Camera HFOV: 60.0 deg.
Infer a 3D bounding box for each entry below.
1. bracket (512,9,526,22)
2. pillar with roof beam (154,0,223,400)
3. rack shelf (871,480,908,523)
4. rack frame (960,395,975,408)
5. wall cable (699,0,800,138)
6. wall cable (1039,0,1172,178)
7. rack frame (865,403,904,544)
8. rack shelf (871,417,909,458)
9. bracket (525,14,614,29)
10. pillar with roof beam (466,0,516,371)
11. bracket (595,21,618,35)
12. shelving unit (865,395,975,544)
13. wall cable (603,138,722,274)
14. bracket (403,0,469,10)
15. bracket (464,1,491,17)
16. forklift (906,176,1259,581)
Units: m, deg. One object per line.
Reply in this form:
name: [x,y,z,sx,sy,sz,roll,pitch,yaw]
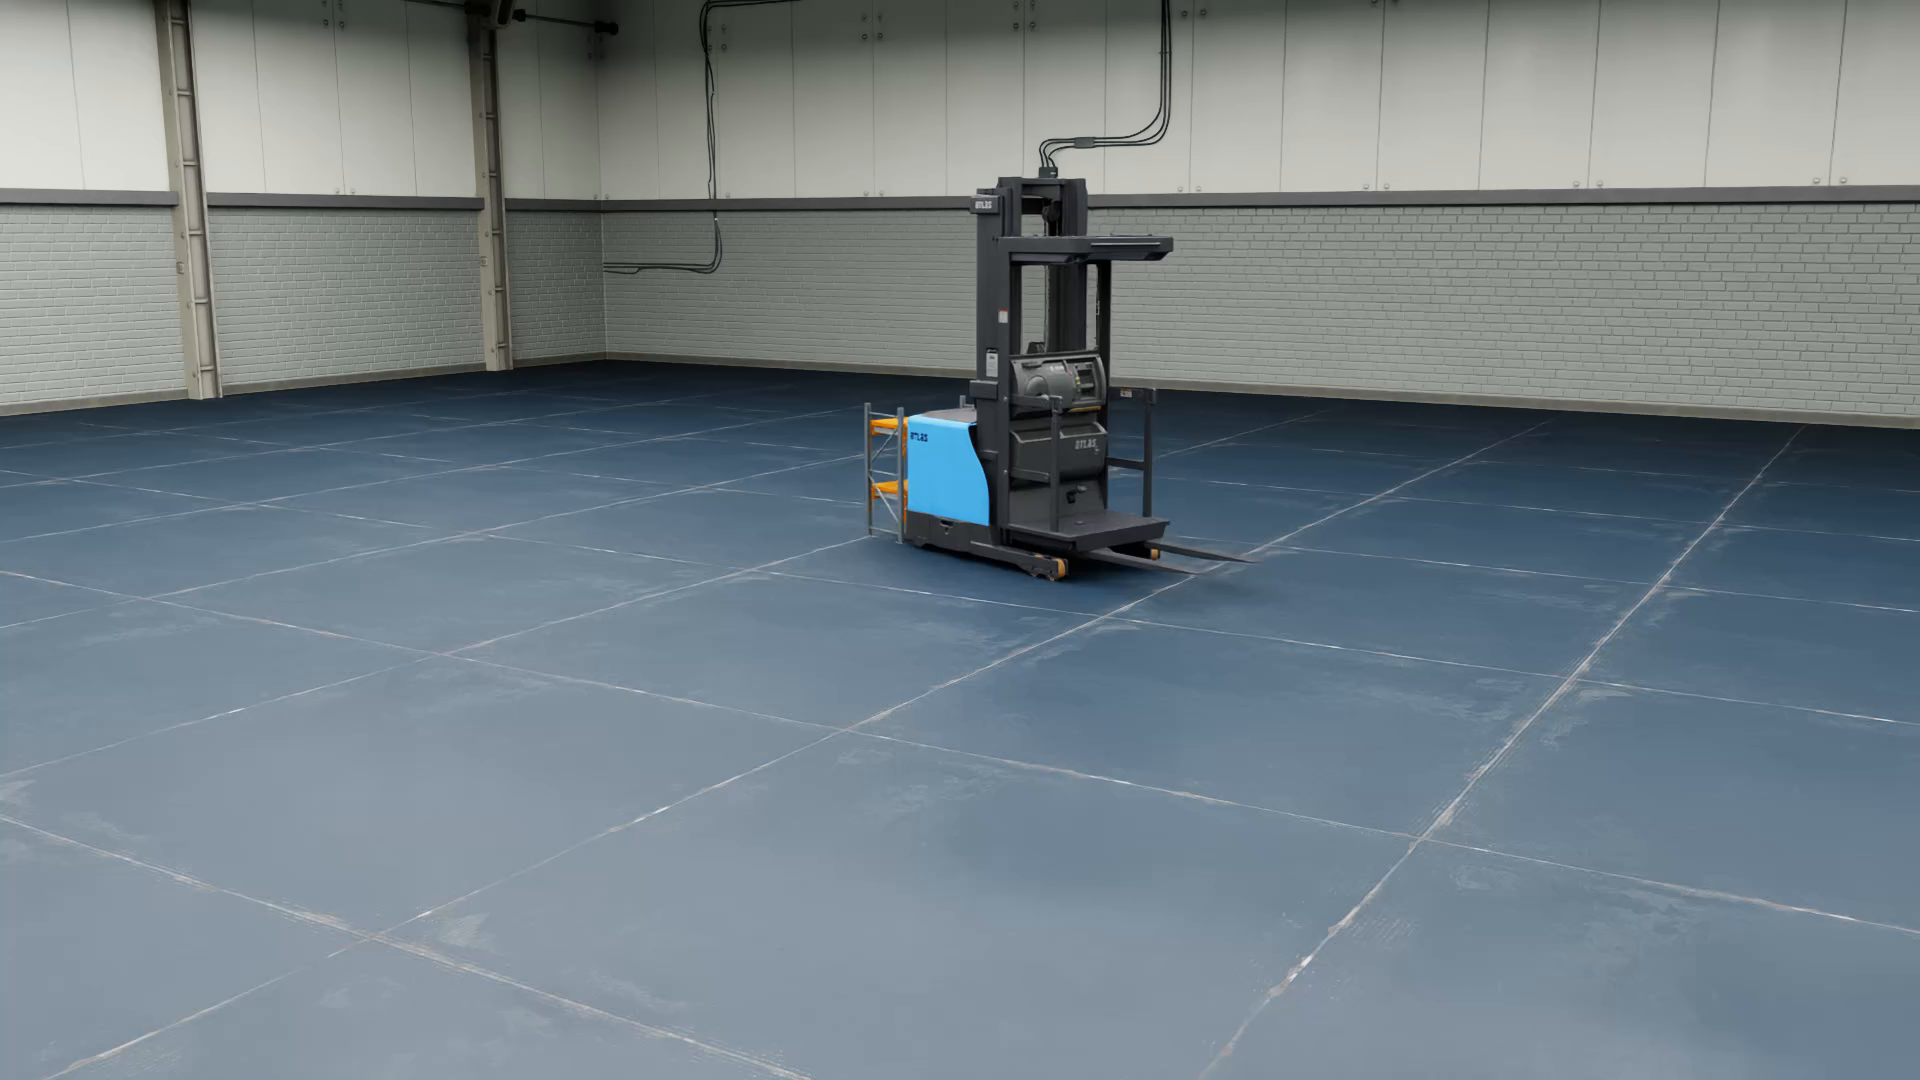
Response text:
bracket: [-7.947,-9.348,29.566,0.235,0.232,0.430,6,12,31]
pillar with roof beam: [-7.902,-6.193,22.492,9.100,9.000,0.400,6,12,31]
rack shelf: [-0.231,-0.373,14.131,1.000,0.278,0.538,-8,14,-38]
rack frame: [0.164,-0.672,14.400,0.032,1.125,0.500,-8,14,-38]
wall cable: [-3.494,-8.582,29.970,3.097,2.526,0.112,6,12,31]
wall cable: [2.299,-8.647,26.359,2.305,6.003,0.169,6,12,31]
rack frame: [-0.627,-0.554,13.772,0.032,1.125,0.500,-8,14,-38]
rack shelf: [-0.231,-0.901,14.032,1.000,0.278,0.538,-8,14,-38]
bracket: [-7.024,-9.628,31.061,0.076,0.066,3.189,6,12,31]
pillar with roof beam: [-4.787,-7.136,27.533,9.100,9.000,0.548,6,12,31]
bracket: [-6.717,-9.721,31.557,0.235,0.232,0.430,6,12,31]
shelving unit: [-0.231,-0.613,14.086,1.048,1.125,0.538,-8,14,-38]
wall cable: [-5.807,-6.358,31.815,3.097,2.526,0.112,6,12,31]
bracket: [-9.716,-8.812,26.704,0.076,0.066,4.783,6,12,31]
bracket: [-8.378,-9.218,28.868,0.235,0.232,0.430,6,12,31]
forklift: [0.898,-1.244,12.547,1.130,2.935,3.031,-9,14,-40]
